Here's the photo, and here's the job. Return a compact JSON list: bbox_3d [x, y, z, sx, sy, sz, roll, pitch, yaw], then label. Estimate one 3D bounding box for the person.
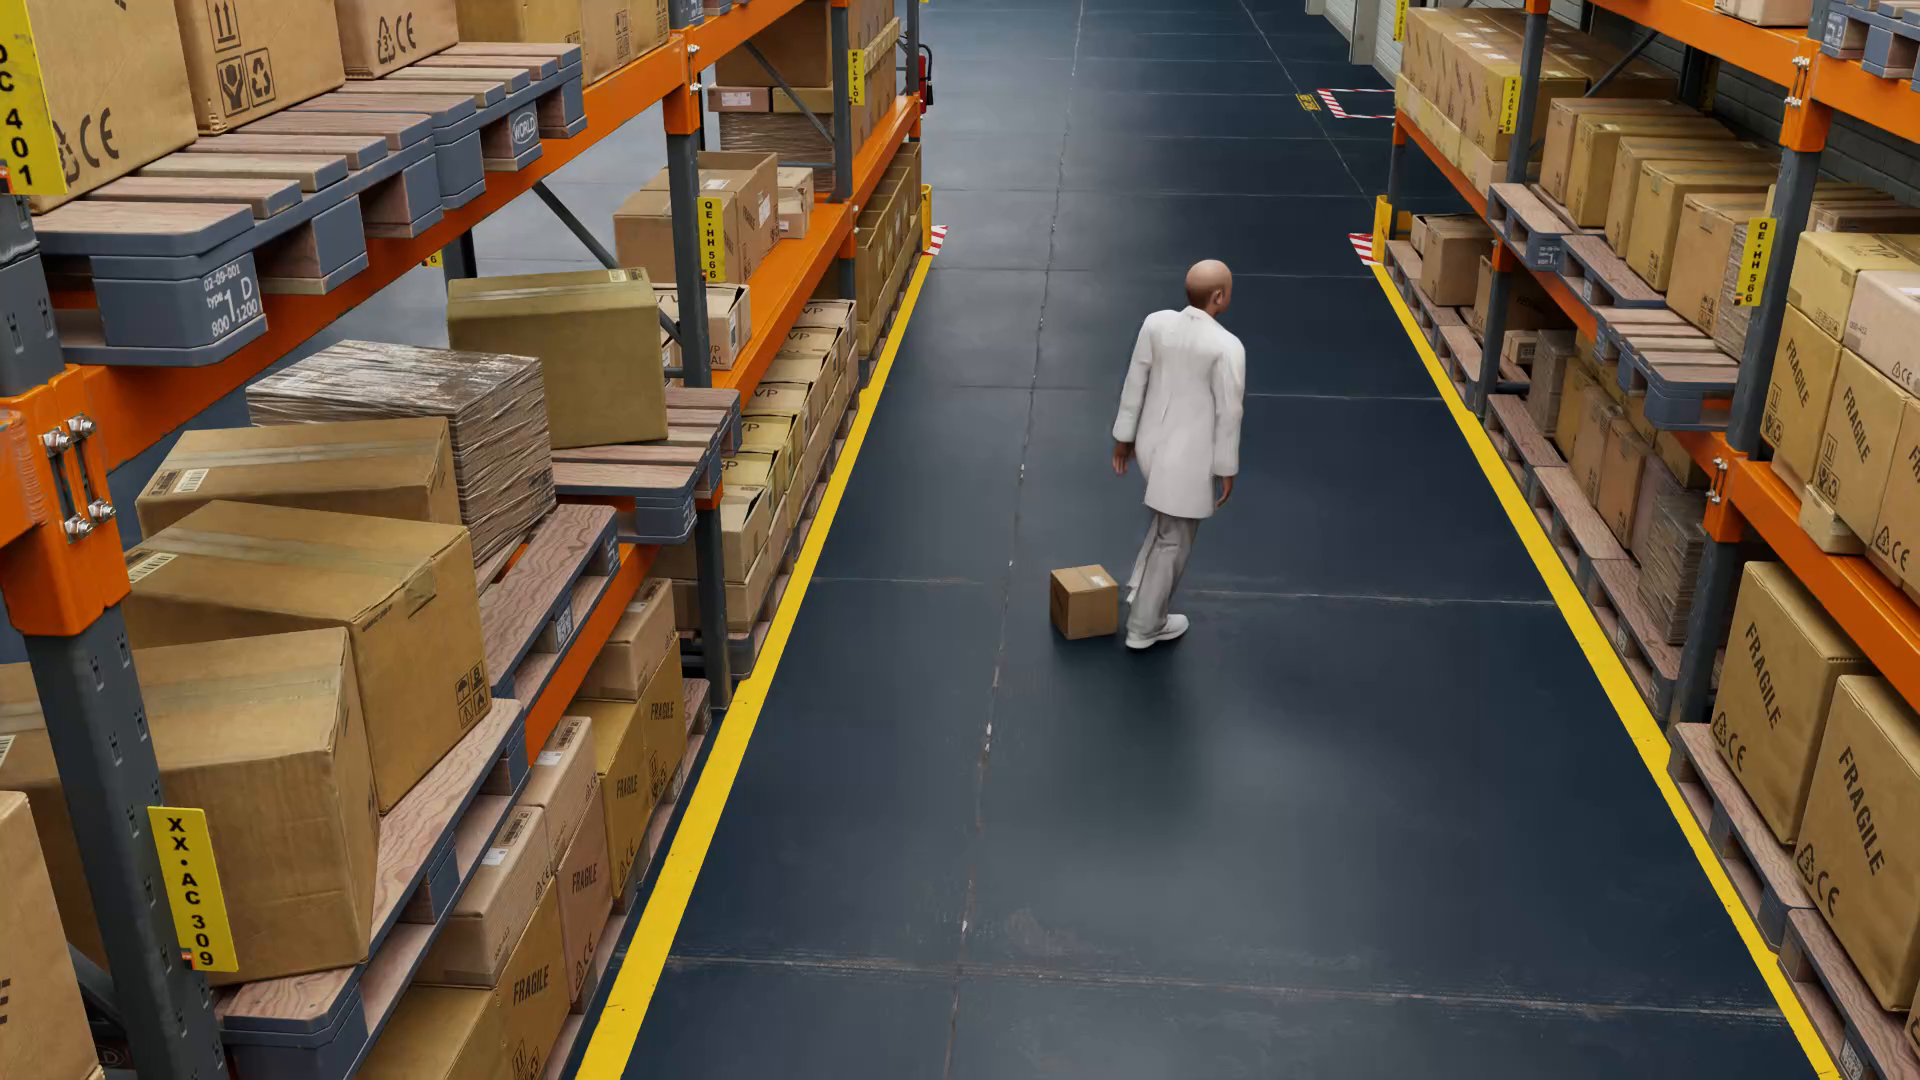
[{"bbox_3d":[0.976,-0.373,7.401,0.551,1.762,0.616,-19,30,-36],"label":"person"}]
